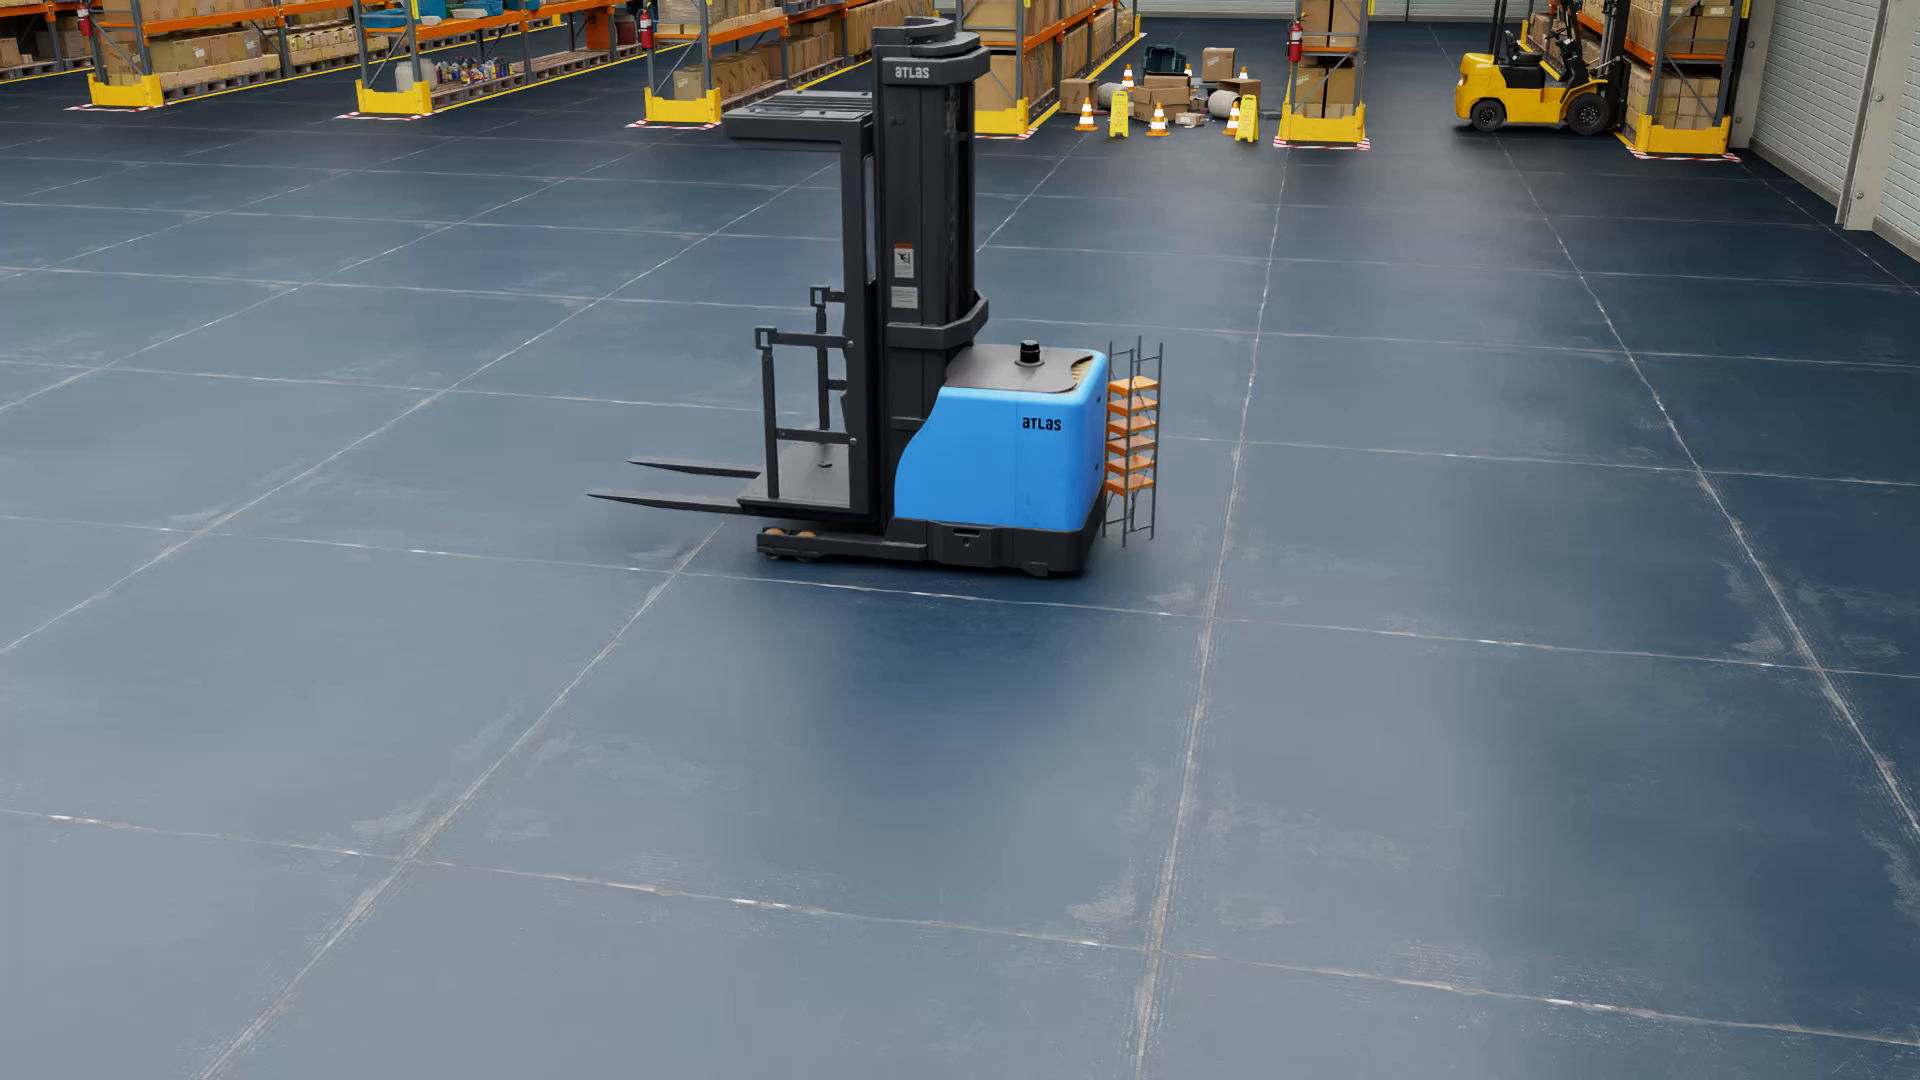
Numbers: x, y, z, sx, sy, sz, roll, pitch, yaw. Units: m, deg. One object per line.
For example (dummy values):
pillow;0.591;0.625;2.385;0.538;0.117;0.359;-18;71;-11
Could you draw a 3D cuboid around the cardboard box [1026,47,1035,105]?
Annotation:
cardboard box;0.693;-7.395;26.482;0.875;0.875;0.875;4;22;10

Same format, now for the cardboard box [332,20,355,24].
cardboard box;-12.853;-10.719;34.820;0.500;0.311;0.500;5;23;13

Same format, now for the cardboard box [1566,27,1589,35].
cardboard box;11.951;-9.838;32.182;0.380;0.149;0.250;3;22;8

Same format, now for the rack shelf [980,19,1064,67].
rack shelf;0.850;-8.009;26.687;1.077;0.370;4.000;4;22;11

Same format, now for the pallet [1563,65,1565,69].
pallet;11.990;-8.796;31.411;1.003;0.211;1.213;4;22;11

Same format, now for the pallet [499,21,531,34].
pallet;-11.254;-12.576;40.798;1.003;0.211;1.213;4;22;11

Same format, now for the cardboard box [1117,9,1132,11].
cardboard box;3.846;-12.398;39.080;0.380;0.149;0.250;5;22;12

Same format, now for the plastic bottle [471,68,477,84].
plastic bottle;-8.497;-8.107;29.030;0.097;0.271;0.097;0;22;0

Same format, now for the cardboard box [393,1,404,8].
cardboard box;-12.285;-11.856;37.030;0.500;0.250;0.500;4;22;10

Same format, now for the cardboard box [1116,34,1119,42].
cardboard box;3.279;-10.981;36.357;0.380;0.149;0.250;3;22;9

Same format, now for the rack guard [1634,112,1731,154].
rack guard;10.163;-5.725;23.400;1.175;0.500;0.348;4;22;11

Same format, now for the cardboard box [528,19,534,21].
cardboard box;-10.919;-13.000;41.208;0.500;0.250;0.500;4;22;11

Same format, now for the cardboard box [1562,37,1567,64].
cardboard box;11.893;-9.399;31.961;0.500;0.500;0.500;5;23;13

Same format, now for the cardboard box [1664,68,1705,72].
cardboard box;10.662;-6.803;24.510;0.500;0.250;0.500;4;22;11

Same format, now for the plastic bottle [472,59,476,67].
plastic bottle;-8.855;-8.599;30.237;0.061;0.283;0.133;4;22;11

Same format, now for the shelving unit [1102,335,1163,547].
shelving unit;0.998;-0.567;9.655;0.258;1.200;0.189;-15;26;-33

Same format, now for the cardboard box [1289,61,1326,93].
cardboard box;5.319;-7.042;25.437;0.500;0.500;0.500;5;23;13

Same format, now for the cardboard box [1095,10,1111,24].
cardboard box;2.868;-10.904;34.693;0.500;0.250;0.500;6;23;13

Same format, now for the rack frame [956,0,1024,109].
rack frame;0.442;-7.611;24.736;1.000;3.000;0.127;4;22;11

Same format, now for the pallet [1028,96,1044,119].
pallet;0.779;-7.061;27.102;1.003;0.211;1.213;4;22;11

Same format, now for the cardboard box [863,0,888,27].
cardboard box;-2.237;-11.061;35.586;1.225;0.875;0.875;4;22;9

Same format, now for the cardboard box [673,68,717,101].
cardboard box;-4.250;-7.288;26.719;0.500;0.500;0.500;9;24;21

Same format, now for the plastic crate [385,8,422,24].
plastic crate;-9.295;-8.777;27.832;0.499;0.251;0.408;4;22;11

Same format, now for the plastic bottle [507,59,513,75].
plastic bottle;-8.201;-8.609;30.262;0.061;0.283;0.133;6;23;14

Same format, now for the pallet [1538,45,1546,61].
pallet;12.758;-10.240;34.996;1.003;0.211;1.213;4;22;11

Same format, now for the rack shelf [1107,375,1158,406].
rack shelf;0.998;-0.859;9.537;0.258;0.103;0.180;-15;26;-33

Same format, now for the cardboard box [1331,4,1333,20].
cardboard box;5.882;-7.983;25.128;0.500;0.500;0.500;4;22;10

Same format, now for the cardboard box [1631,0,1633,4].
cardboard box;10.407;-8.234;25.282;0.380;0.149;0.250;4;22;10

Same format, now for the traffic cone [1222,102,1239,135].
traffic cone;4.133;-6.349;24.999;0.336;0.463;0.334;4;22;11

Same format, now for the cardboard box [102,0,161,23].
cardboard box;-13.983;-8.999;28.048;0.700;0.500;0.500;4;22;11

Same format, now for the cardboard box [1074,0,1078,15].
cardboard box;1.835;-9.659;29.688;0.500;0.500;0.500;4;22;11

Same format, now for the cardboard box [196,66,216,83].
cardboard box;-13.562;-8.247;29.434;0.500;0.250;0.500;4;22;11

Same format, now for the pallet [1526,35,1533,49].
pallet;13.256;-11.132;37.212;1.003;0.211;1.213;4;22;11

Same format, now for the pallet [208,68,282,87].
pallet;-13.478;-8.664;31.084;1.003;0.211;1.213;4;22;11

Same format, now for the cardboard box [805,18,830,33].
cardboard box;-2.868;-10.097;32.662;0.500;0.250;0.500;5;23;13

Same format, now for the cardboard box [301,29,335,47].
cardboard box;-12.734;-9.929;32.860;0.500;0.311;0.500;4;22;9

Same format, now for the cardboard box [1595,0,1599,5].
cardboard box;11.163;-9.276;28.402;0.500;0.250;0.500;5;22;12

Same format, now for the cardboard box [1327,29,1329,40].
cardboard box;5.404;-7.680;25.243;0.380;0.149;0.250;5;22;12

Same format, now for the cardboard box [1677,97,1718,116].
cardboard box;10.467;-6.201;23.684;0.500;0.250;0.500;5;22;12

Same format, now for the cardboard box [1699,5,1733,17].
cardboard box;10.491;-7.345;23.074;0.380;0.149;0.250;4;22;10

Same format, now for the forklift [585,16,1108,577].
forklift;-0.694;-1.425;9.468;3.031;2.935;1.130;5;22;12

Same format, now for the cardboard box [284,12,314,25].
cardboard box;-16.239;-12.848;40.524;0.700;0.500;0.500;5;22;12

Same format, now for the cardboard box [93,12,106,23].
cardboard box;-17.802;-10.636;34.002;0.500;0.250;0.500;4;22;9

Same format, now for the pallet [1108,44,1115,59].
pallet;2.733;-10.421;35.447;1.003;0.211;1.213;4;22;11

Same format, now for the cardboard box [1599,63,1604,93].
cardboard box;11.080;-7.641;27.428;0.875;0.625;0.625;5;23;13

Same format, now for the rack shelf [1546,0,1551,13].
rack shelf;13.025;-11.680;35.802;1.077;0.370;4.000;4;22;11

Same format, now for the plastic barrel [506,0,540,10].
plastic barrel;-8.051;-10.217;30.536;0.600;0.901;0.708;4;22;11

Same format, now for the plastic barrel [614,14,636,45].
plastic barrel;-7.296;-10.999;35.814;0.600;0.588;0.708;4;22;11

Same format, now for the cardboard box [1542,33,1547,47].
cardboard box;12.516;-10.565;35.170;0.396;0.266;0.258;5;23;13

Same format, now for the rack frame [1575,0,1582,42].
rack frame;11.800;-9.819;30.219;1.000;3.000;0.127;4;22;11

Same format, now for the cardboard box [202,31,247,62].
cardboard box;-13.367;-8.961;30.203;0.500;0.500;0.500;4;22;11

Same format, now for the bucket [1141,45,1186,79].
bucket;3.487;-8.035;28.136;0.726;0.611;0.620;13;15;29

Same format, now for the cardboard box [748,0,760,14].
cardboard box;-3.869;-9.143;28.007;0.875;0.500;0.500;4;22;11
